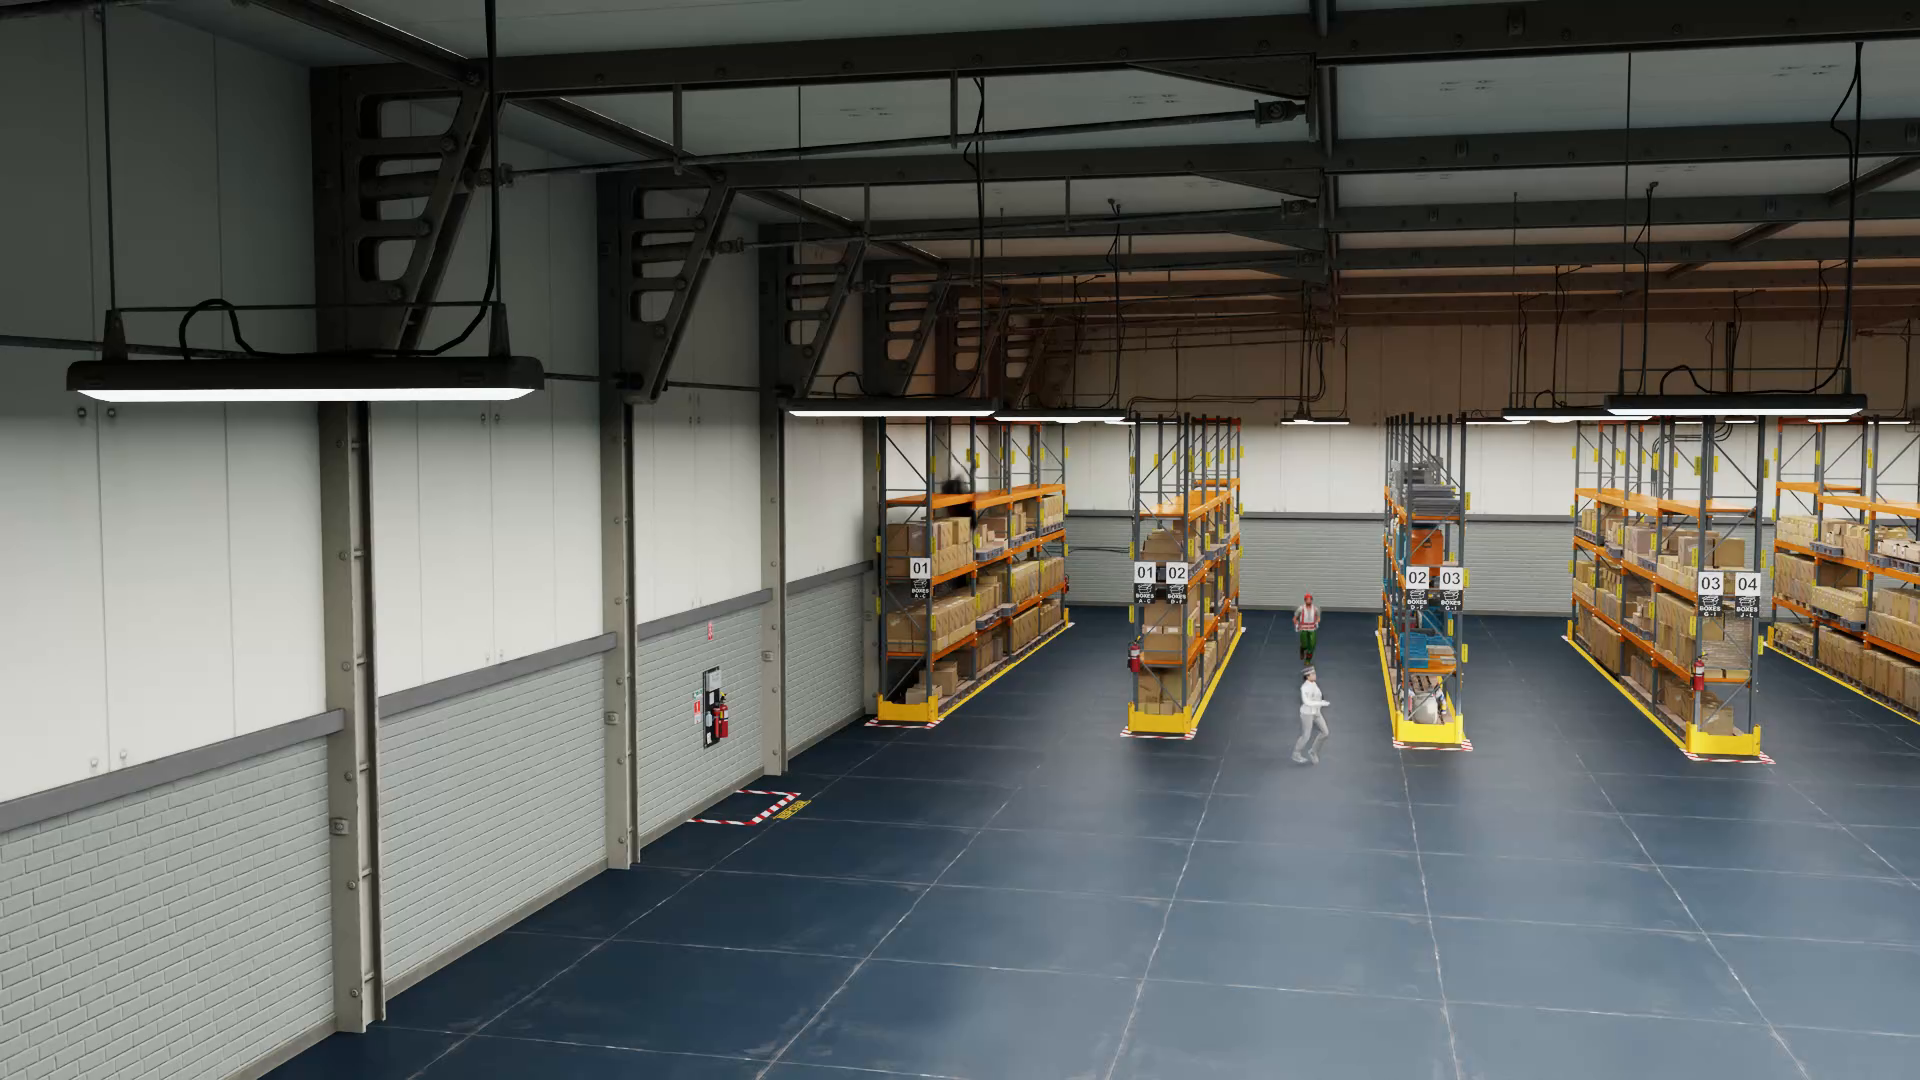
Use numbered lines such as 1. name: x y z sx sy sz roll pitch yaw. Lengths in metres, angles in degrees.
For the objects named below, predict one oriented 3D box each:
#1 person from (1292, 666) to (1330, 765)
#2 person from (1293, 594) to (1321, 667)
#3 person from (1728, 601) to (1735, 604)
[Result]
1. person: 5.964 2.973 28.183 0.677 1.694 0.581 3 5 40
2. person: 8.336 2.163 39.828 0.658 1.738 0.601 0 4 -1
3. person: 19.843 2.028 42.945 0.651 1.635 0.669 2 4 25
